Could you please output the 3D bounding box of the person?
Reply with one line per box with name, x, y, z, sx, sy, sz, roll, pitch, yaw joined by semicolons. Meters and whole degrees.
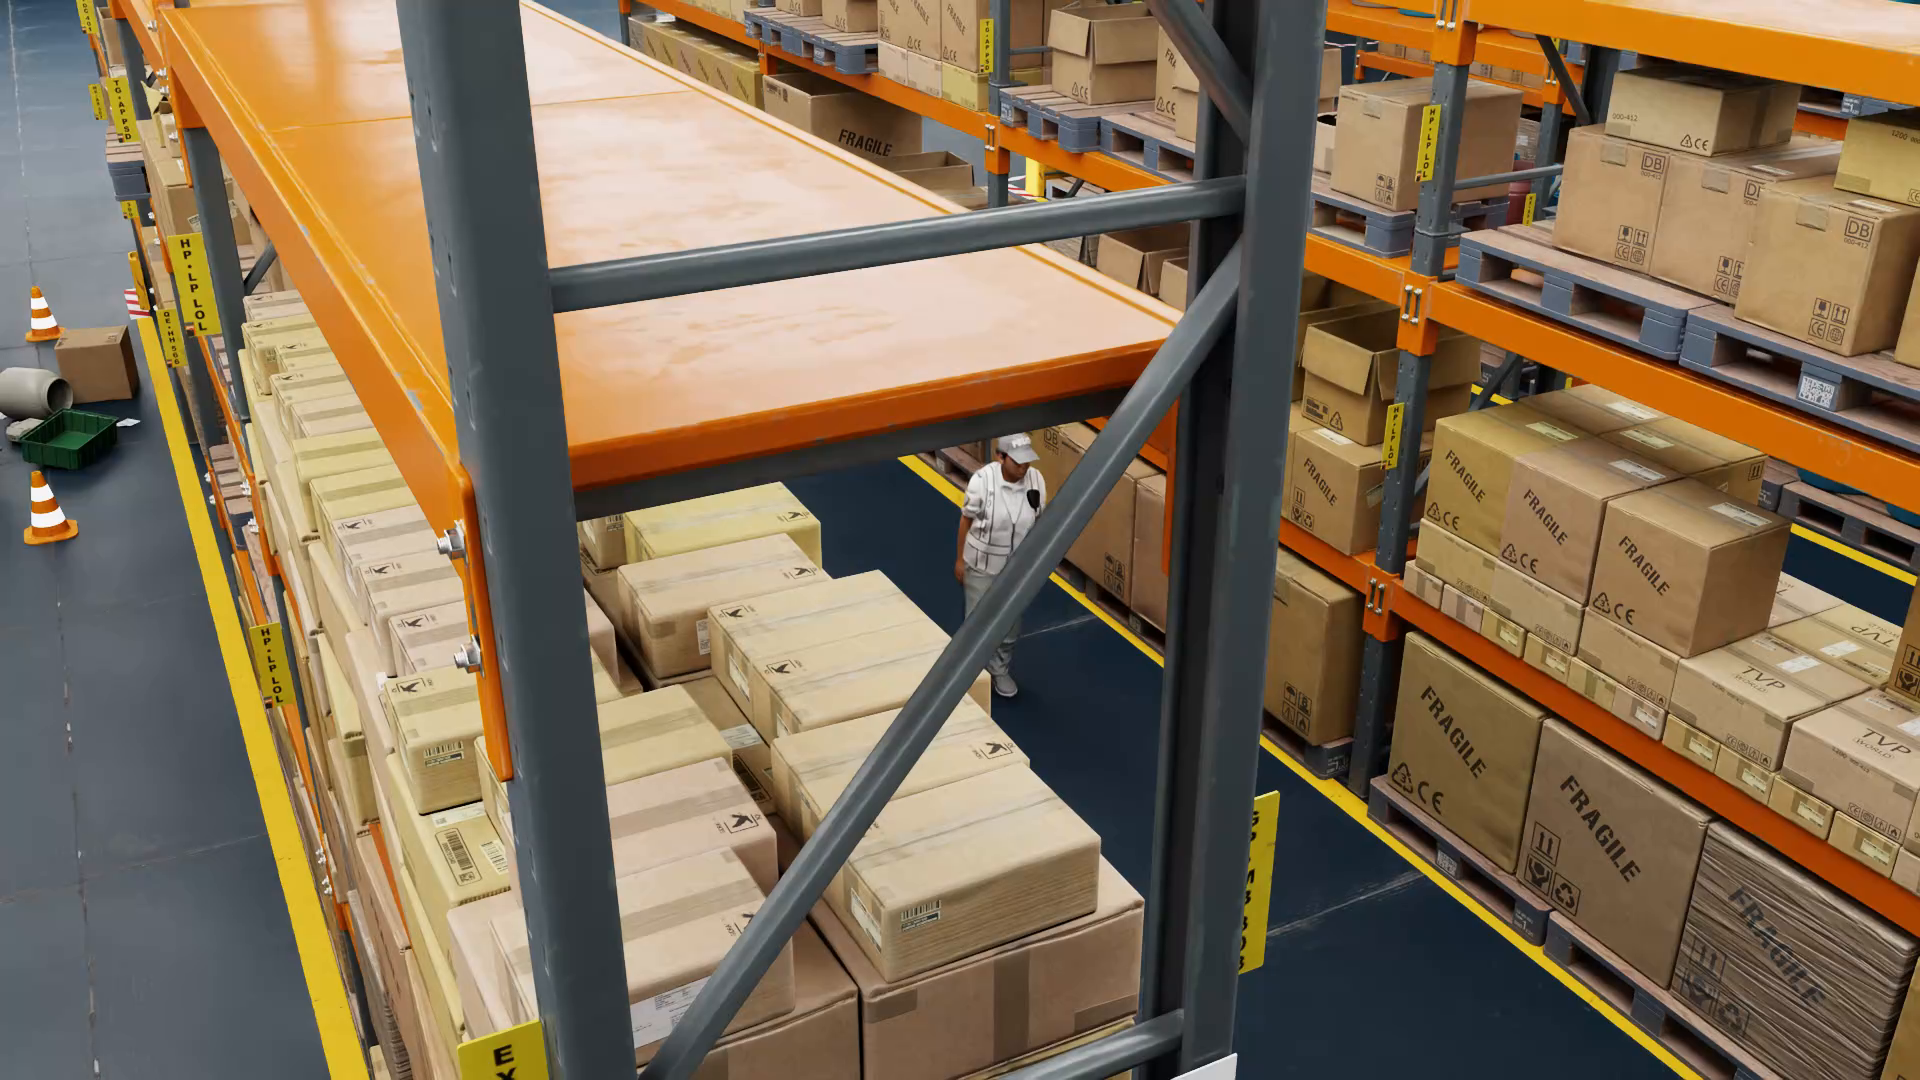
person;0.215;0.129;9.336;0.550;1.654;0.534;-8;27;-17
